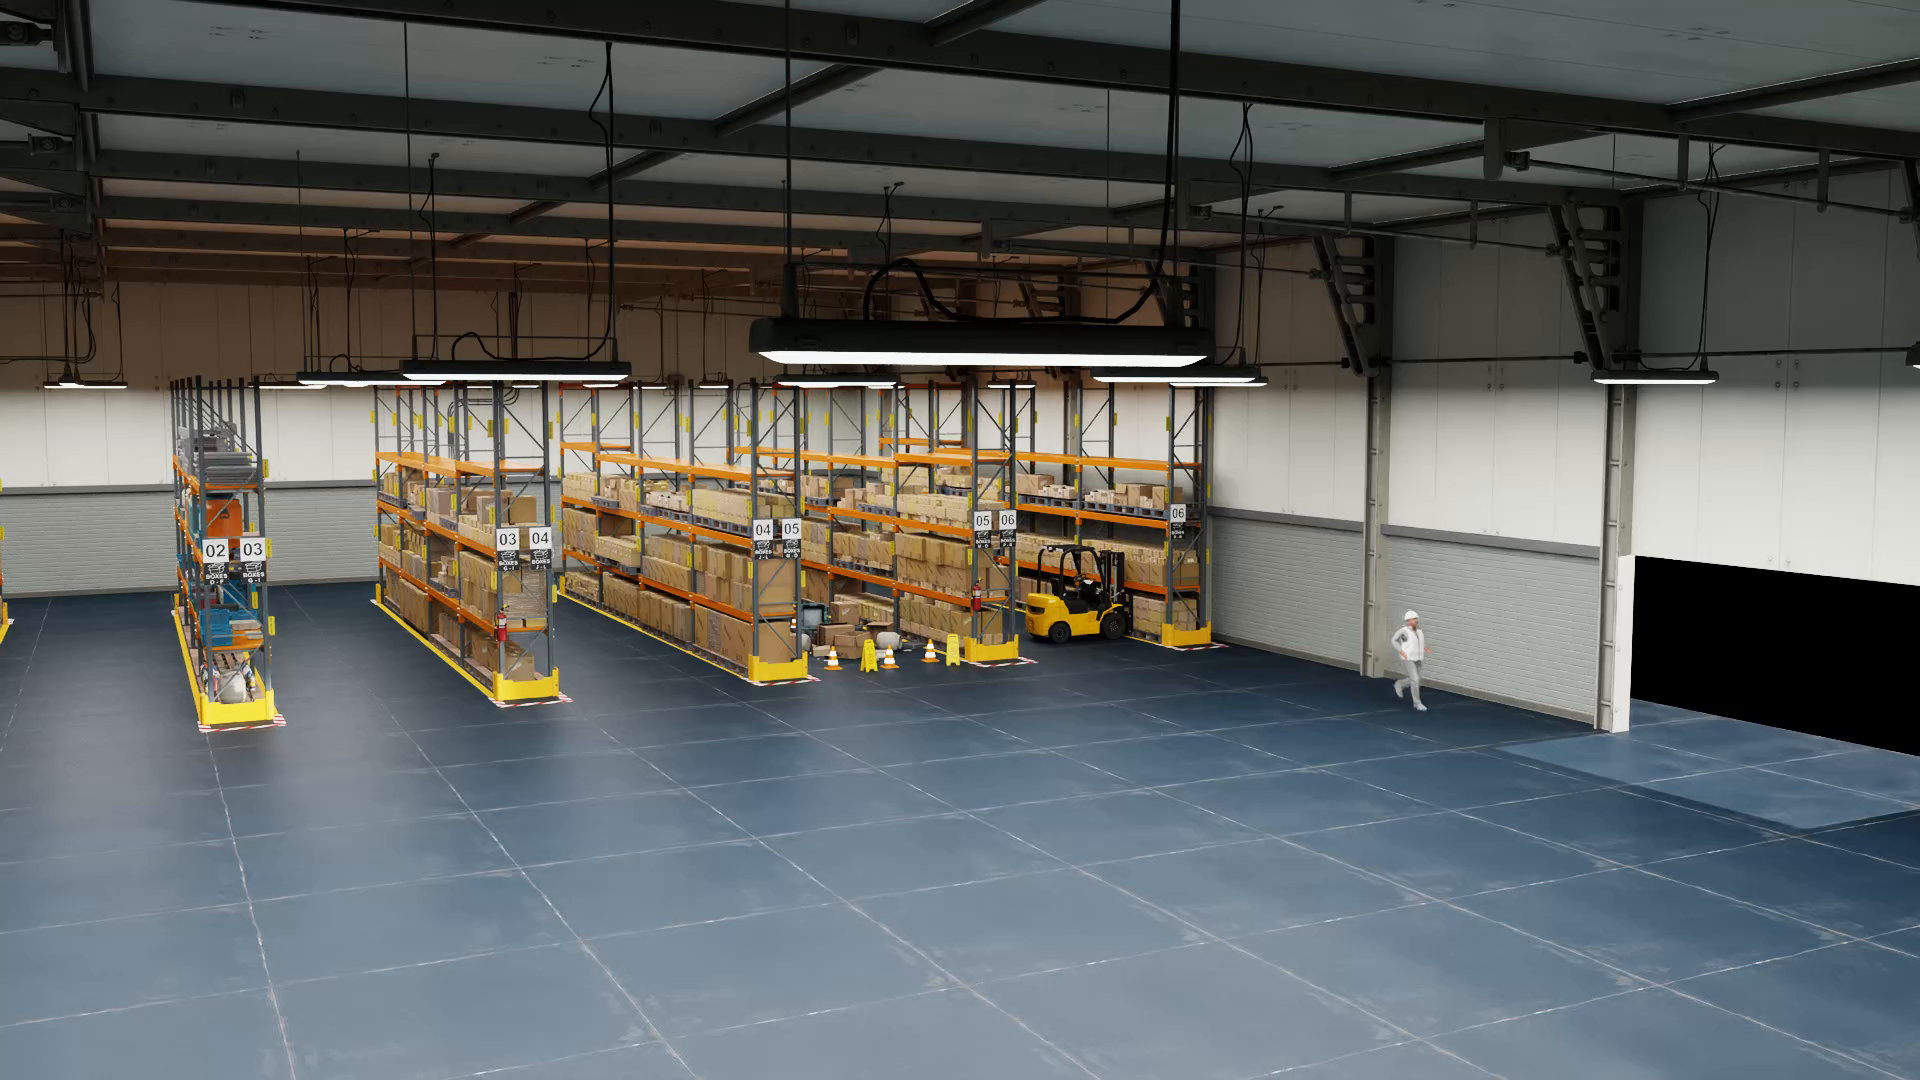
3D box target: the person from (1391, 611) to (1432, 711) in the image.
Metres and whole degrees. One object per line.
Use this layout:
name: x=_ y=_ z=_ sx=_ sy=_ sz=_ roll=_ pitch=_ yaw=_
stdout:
person: x=8.185 y=2.170 z=30.229 sx=0.662 sy=1.773 sz=0.880 roll=-3 pitch=6 yaw=-30

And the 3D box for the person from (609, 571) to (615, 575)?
person: x=-10.058 y=0.564 z=48.607 sx=0.943 sy=1.652 sz=0.644 roll=3 pitch=6 yaw=29
